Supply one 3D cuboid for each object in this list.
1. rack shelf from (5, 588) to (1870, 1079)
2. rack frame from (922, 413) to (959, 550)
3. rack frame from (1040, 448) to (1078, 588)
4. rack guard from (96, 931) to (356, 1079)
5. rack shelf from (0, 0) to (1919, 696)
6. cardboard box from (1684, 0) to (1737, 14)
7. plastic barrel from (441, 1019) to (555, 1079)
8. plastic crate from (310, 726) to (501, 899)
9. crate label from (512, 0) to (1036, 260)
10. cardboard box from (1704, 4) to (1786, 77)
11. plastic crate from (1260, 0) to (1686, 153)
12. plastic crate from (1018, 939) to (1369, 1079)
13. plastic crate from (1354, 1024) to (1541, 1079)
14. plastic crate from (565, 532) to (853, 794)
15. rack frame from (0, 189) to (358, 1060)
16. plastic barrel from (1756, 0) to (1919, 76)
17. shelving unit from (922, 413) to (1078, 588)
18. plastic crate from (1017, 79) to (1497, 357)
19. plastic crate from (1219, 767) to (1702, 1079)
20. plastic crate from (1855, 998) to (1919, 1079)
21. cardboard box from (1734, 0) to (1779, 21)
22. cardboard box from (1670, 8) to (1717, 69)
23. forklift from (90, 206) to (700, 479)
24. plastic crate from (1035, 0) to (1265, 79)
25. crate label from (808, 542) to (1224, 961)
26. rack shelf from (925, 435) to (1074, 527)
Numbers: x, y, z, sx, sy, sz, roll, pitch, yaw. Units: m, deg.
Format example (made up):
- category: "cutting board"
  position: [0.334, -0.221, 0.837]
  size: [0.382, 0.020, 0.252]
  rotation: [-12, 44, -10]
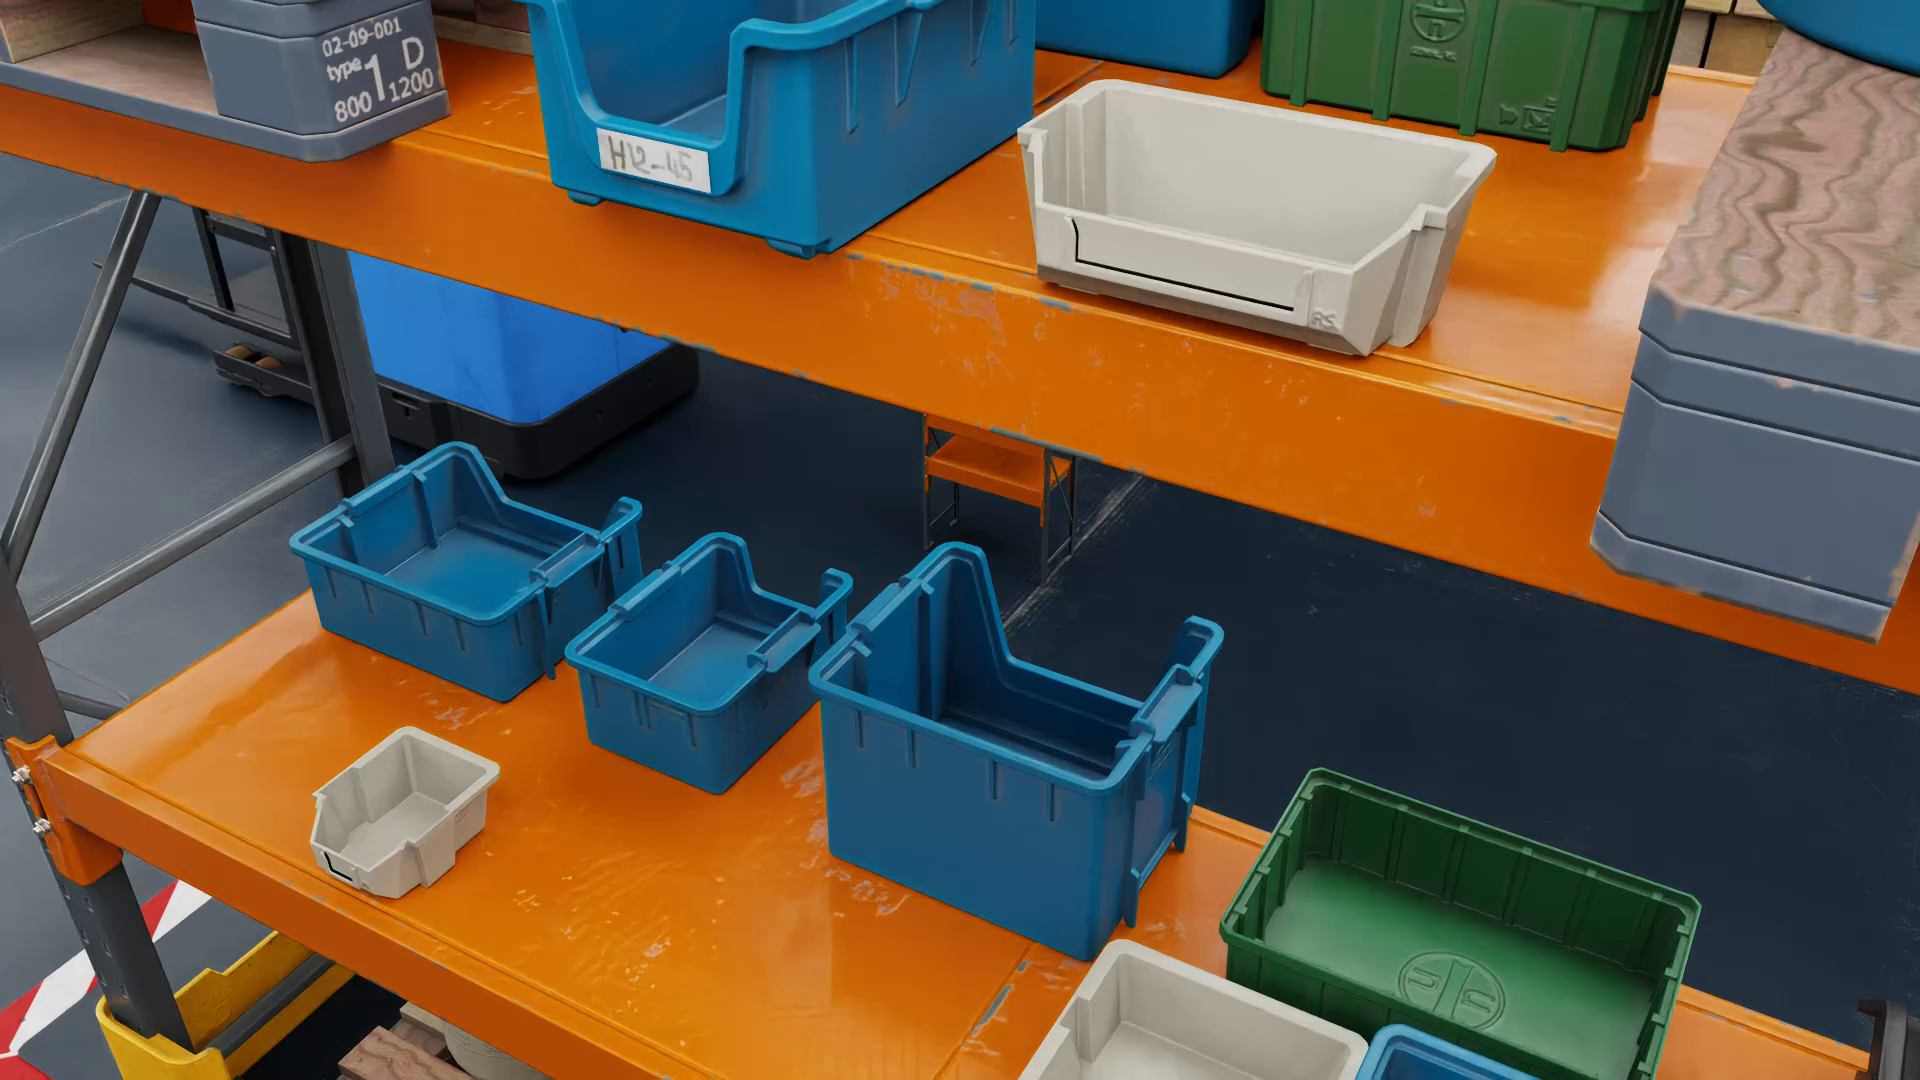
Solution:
- category: "rack shelf"
  position: [0.107, 0.847, 2.920]
  size: [4.000, 0.370, 1.077]
  rotation: [18, 37, 24]
- category: "rack frame"
  position: [-0.068, -0.521, 5.950]
  size: [0.015, 1.200, 0.240]
  rotation: [18, 37, 24]
- category: "rack frame"
  position: [0.356, -0.387, 5.748]
  size: [0.015, 1.200, 0.240]
  rotation: [18, 37, 24]
- category: "rack guard"
  position: [-1.540, 1.037, 4.242]
  size: [0.348, 0.500, 1.175]
  rotation: [18, 37, 24]
- category: "rack shelf"
  position: [0.107, -0.401, 2.089]
  size: [4.000, 0.370, 1.077]
  rotation: [18, 37, 24]
- category: "cardboard box"
  position: [2.629, -1.990, 5.856]
  size: [0.250, 0.149, 0.380]
  rotation: [19, 38, 26]
- category: "plastic barrel"
  position: [-1.020, 1.003, 3.904]
  size: [0.421, 0.512, 0.421]
  rotation: [0, 34, 0]
- category: "plastic crate"
  position: [-1.012, 0.509, 3.018]
  size: [0.250, 0.136, 0.298]
  rotation: [18, 37, 24]
- category: "crate label"
  position: [-0.168, -0.515, 1.745]
  size: [0.408, 0.251, 0.502]
  rotation: [18, 37, 24]
- category: "cardboard box"
  position: [3.022, -1.727, 6.047]
  size: [0.500, 0.500, 0.700]
  rotation: [18, 38, 25]
- category: "plastic crate"
  position: [0.609, -0.627, 1.971]
  size: [0.450, 0.188, 0.336]
  rotation: [18, 37, 24]
- category: "plastic crate"
  position: [0.308, 0.883, 2.456]
  size: [0.437, 0.136, 0.530]
  rotation: [18, 37, 24]
- category: "plastic crate"
  position: [0.748, 0.986, 2.197]
  size: [0.616, 0.251, 0.499]
  rotation: [18, 37, 24]
- category: "plastic crate"
  position: [-0.485, 0.235, 3.325]
  size: [0.408, 0.251, 0.499]
  rotation: [18, 37, 24]
- category: "rack frame"
  position: [-1.631, -0.001, 3.545]
  size: [0.053, 2.616, 0.949]
  rotation: [18, 37, 24]
- category: "plastic barrel"
  position: [1.033, -0.859, 1.297]
  size: [0.708, 0.901, 0.600]
  rotation: [18, 37, 24]
- category: "shelving unit"
  position: [0.144, -0.454, 5.849]
  size: [0.503, 1.200, 0.258]
  rotation: [18, 37, 24]
- category: "plastic crate"
  position: [0.250, -0.288, 1.507]
  size: [0.396, 0.136, 0.243]
  rotation: [18, 37, 24]
- category: "plastic crate"
  position: [0.805, 0.677, 2.718]
  size: [0.662, 0.188, 0.450]
  rotation: [18, 37, 24]
- category: "plastic crate"
  position: [1.452, 0.919, 2.220]
  size: [0.504, 0.338, 0.767]
  rotation: [18, 37, 24]
- category: "cardboard box"
  position: [4.945, -1.866, 4.487]
  size: [4.934, 1.460, 0.703]
  rotation: [19, 38, 26]
- category: "cardboard box"
  position: [2.576, -1.867, 6.258]
  size: [0.500, 0.500, 0.700]
  rotation: [19, 38, 26]
- category: "forklift"
  position: [-0.544, -1.000, 4.414]
  size: [9.240, 3.703, 3.137]
  rotation: [19, 38, 26]
- category: "plastic crate"
  position: [0.176, -0.864, 2.150]
  size: [0.575, 0.384, 0.392]
  rotation: [18, 37, 24]
- category: "crate label"
  position: [0.103, 0.359, 2.972]
  size: [0.616, 0.435, 0.502]
  rotation: [18, 37, 24]
- category: "rack shelf"
  position: [0.144, -0.233, 5.996]
  size: [0.480, 0.148, 0.258]
  rotation: [18, 37, 24]
